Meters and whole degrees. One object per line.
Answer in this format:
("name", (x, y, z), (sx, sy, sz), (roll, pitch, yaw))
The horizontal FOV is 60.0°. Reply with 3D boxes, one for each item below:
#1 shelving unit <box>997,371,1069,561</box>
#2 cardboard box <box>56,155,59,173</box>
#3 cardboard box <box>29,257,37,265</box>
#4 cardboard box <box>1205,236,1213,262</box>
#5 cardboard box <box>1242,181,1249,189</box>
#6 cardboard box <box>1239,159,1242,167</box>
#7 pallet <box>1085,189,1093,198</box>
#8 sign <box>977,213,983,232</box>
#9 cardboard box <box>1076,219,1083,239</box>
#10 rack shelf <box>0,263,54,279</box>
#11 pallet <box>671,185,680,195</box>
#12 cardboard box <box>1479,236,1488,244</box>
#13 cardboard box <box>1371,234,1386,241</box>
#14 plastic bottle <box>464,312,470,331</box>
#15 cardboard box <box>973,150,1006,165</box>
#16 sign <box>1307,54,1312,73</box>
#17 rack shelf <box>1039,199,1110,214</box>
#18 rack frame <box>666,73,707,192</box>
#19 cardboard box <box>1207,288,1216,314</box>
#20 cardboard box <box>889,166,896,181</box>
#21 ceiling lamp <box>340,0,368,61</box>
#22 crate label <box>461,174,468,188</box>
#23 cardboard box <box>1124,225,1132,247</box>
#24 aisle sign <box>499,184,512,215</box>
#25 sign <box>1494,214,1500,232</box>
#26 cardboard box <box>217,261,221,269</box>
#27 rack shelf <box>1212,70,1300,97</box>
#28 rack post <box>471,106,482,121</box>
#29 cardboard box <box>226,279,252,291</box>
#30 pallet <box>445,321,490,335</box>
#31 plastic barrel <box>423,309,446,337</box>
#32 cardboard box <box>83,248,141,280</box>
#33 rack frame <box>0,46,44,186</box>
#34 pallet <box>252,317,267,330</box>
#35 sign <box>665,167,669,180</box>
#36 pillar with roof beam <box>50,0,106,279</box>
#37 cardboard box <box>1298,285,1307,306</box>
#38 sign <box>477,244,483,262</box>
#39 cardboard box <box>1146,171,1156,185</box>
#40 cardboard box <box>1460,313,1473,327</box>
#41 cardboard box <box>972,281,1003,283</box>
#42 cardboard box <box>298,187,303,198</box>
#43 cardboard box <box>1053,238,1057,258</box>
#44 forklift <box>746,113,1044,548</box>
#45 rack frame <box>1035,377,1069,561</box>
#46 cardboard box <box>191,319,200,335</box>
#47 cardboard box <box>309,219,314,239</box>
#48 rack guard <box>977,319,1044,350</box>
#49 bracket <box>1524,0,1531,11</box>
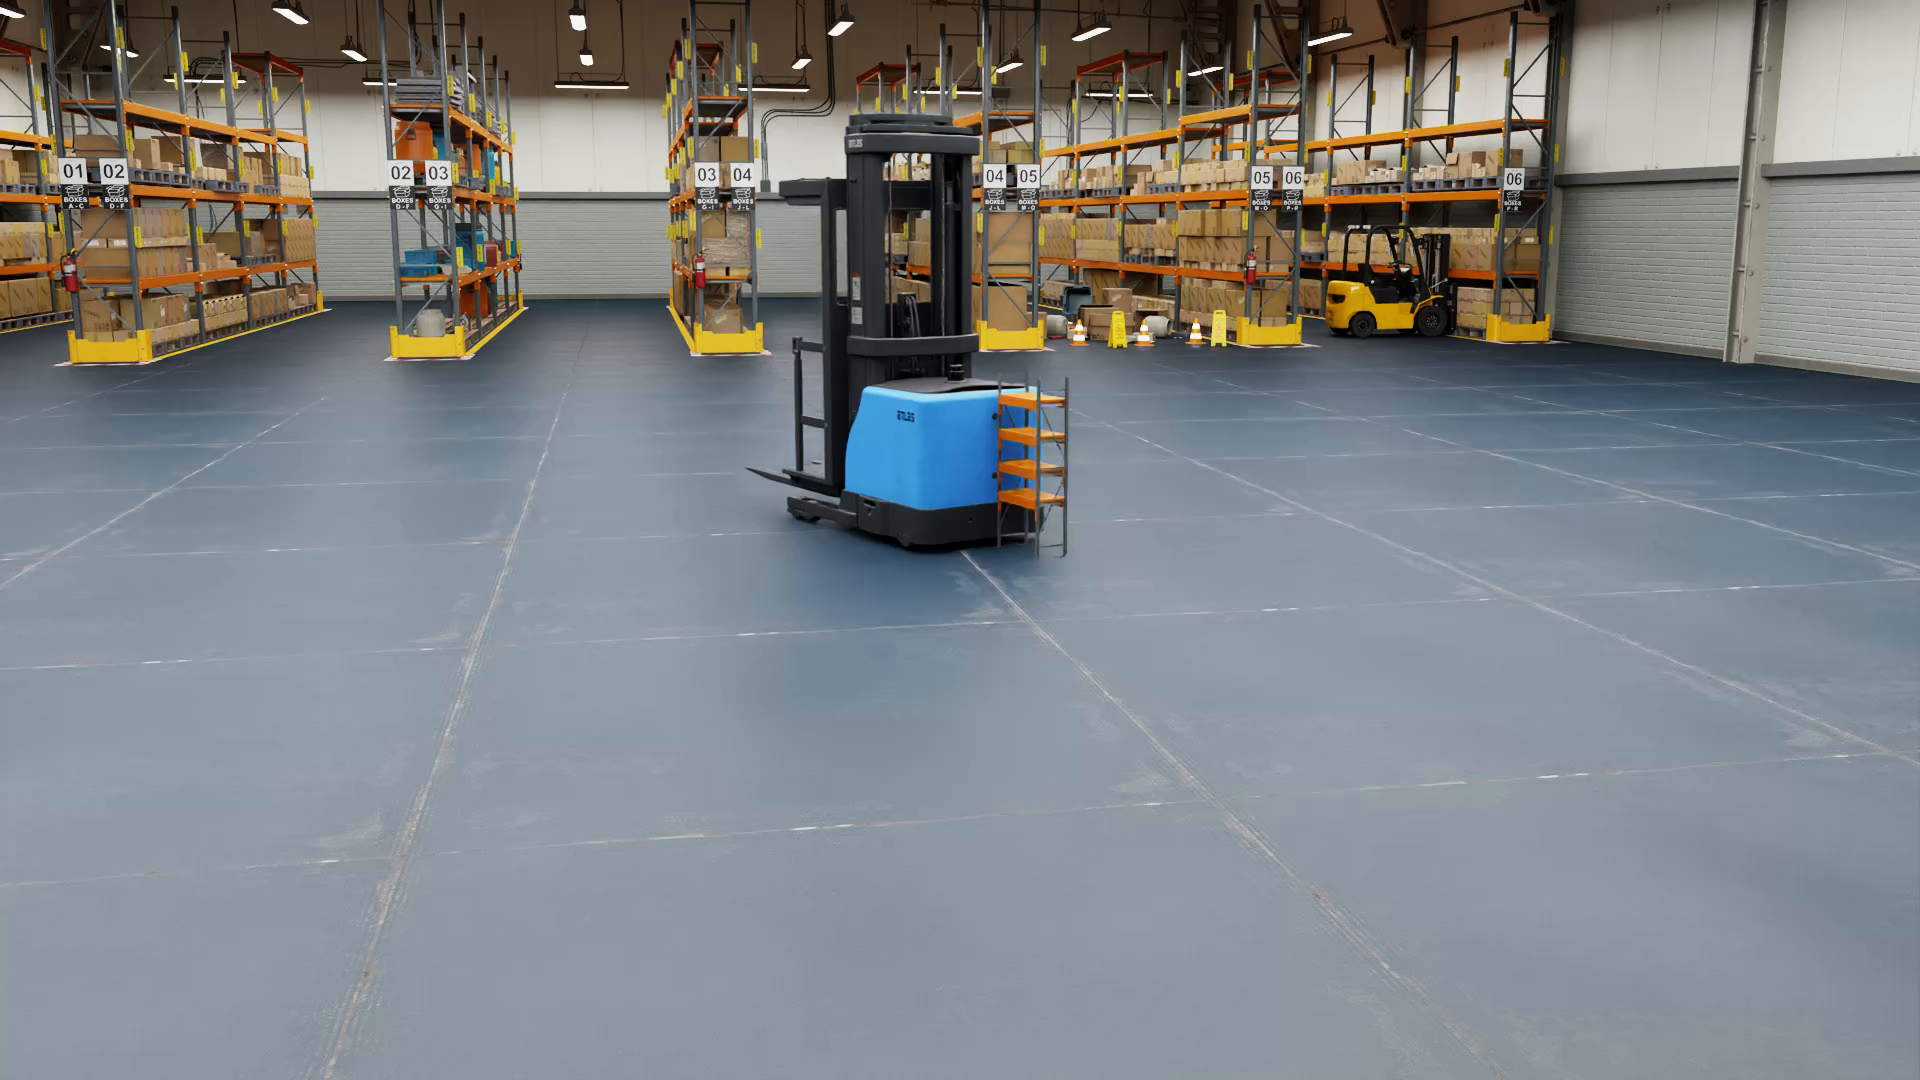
("shelving unit", (0.484, -0.506, 11.145), (0.258, 1.200, 0.503), (-6, 12, -29))
("cardboard box", (-20.876, -8.646, 38.082), (0.500, 0.500, 0.500), (-2, 11, -12))
("cardboard box", (-20.375, -6.081, 36.243), (0.380, 0.149, 0.250), (-2, 11, -11))
("cardboard box", (5.082, -5.650, 32.294), (0.500, 0.500, 0.500), (-2, 11, -10))
("cardboard box", (5.381, -6.493, 30.436), (0.380, 0.149, 0.250), (-2, 11, -11))
("cardboard box", (5.357, -6.929, 30.596), (0.380, 0.149, 0.250), (-2, 11, -10))
("pallet", (3.618, -8.501, 40.829), (0.805, 0.209, 1.217), (-3, 11, -13))
("sign", (0.354, -5.557, 29.138), (0.100, 0.325, 0.005), (-2, 11, -11))
("cardboard box", (3.195, -7.737, 41.384), (0.500, 0.500, 0.500), (-2, 11, -10))
("rack shelf", (-20.517, -5.667, 35.373), (1.077, 0.370, 4.000), (-2, 11, -11))
("pallet", (-5.729, -7.691, 36.565), (1.213, 0.211, 1.003), (-2, 11, -8))
("cardboard box", (10.172, -5.735, 31.805), (0.380, 0.149, 0.250), (-2, 11, -10))
("cardboard box", (9.253, -6.658, 36.651), (0.380, 0.149, 0.250), (-2, 11, -11))
("plastic bottle", (-9.187, -4.052, 30.873), (0.144, 0.351, 0.185), (-3, 11, -14))
("cardboard box", (0.520, -6.770, 29.434), (0.500, 0.250, 0.500), (-2, 11, -10))
("sign", (6.257, -8.552, 29.850), (0.100, 0.325, 0.005), (-2, 11, -11))
("rack shelf", (3.002, -8.775, 43.680), (1.077, 0.370, 4.000), (-2, 11, -11))
("rack frame", (-7.108, -10.608, 43.366), (1.000, 3.000, 0.127), (-2, 11, -11))
("cardboard box", (5.117, -4.637, 32.262), (0.500, 0.500, 0.500), (-2, 11, -12))
("cardboard box", (-1.273, -8.532, 39.079), (0.797, 0.503, 0.637), (-2, 11, -12))
("ceiling lamp", (-13.234, -12.327, 36.785), (0.800, 3.185, 2.000), (-2, 11, -11))
("crate label", (-8.894, -6.303, 29.163), (0.502, 0.251, 0.408), (-2, 11, -11))
("cardboard box", (4.030, -6.865, 37.557), (0.500, 0.500, 0.500), (-2, 11, -13))
("aisle sign", (-11.693, -8.782, 42.862), (0.394, 0.787, 0.004), (-2, 11, -11))
("sign", (10.058, -5.936, 31.134), (0.100, 0.325, 0.005), (-2, 11, -11))
("cardboard box", (-14.966, -5.479, 33.134), (0.380, 0.149, 0.250), (-1, 11, -7))
("rack shelf", (7.870, -12.062, 44.040), (1.077, 0.370, 4.000), (-2, 11, -11))
("rack post", (-10.591, -9.055, 35.408), (0.954, 0.300, 0.937), (-2, 11, -11))
("cardboard box", (-15.998, -5.644, 36.829), (0.500, 0.250, 0.500), (-2, 11, -11))
("pallet", (-10.064, -4.277, 33.605), (1.003, 0.211, 1.213), (-2, 11, -11))
("plastic barrel", (-9.155, -3.741, 28.858), (0.421, 0.512, 0.421), (0, 11, 0))
("cardboard box", (-13.792, -4.503, 27.063), (0.700, 0.500, 0.500), (-2, 11, -11))
("rack frame", (-20.906, -9.334, 36.672), (1.000, 3.000, 0.127), (-2, 11, -11))
("pallet", (-15.378, -4.603, 35.316), (1.003, 0.211, 1.213), (-2, 11, -11))
("sign", (-7.653, -9.584, 43.457), (0.100, 0.325, 0.005), (-2, 11, -11))
("pillar with roof beam", (-18.835, -10.688, 43.785), (9.100, 9.000, 0.548), (-2, 11, -11))
("cardboard box", (8.553, -5.972, 40.612), (0.500, 0.500, 0.500), (-2, 11, -9))
("sign", (-9.090, -5.434, 31.486), (0.100, 0.325, 0.005), (-2, 11, -11))
("cardboard box", (4.494, -7.800, 36.357), (0.797, 0.503, 0.637), (-2, 11, -11))
("cardboard box", (10.104, -4.290, 32.445), (0.500, 0.250, 0.500), (-2, 11, -11))
("cardboard box", (0.344, -4.502, 31.886), (0.875, 0.875, 0.875), (-2, 11, -11))
("cardboard box", (-16.270, -8.434, 40.363), (0.500, 0.250, 0.500), (-2, 11, -11))
("cardboard box", (2.746, -7.695, 43.838), (0.500, 0.500, 0.500), (-2, 11, -9))
("forklift", (-0.646, -1.617, 12.354), (1.130, 2.935, 3.031), (-7, 13, -33))
("rack frame", (0.606, -0.466, 10.937), (0.240, 1.200, 0.015), (-6, 12, -29))
("cardboard box", (-14.187, -3.879, 30.287), (0.500, 0.250, 0.500), (-2, 11, -11))
("cardboard box", (-16.469, -7.770, 41.558), (0.500, 0.500, 0.500), (-2, 11, -12))
("rack guard", (0.894, -3.656, 29.570), (1.175, 0.500, 0.348), (-2, 11, -11))
("bracket", (10.913, -10.207, 31.632), (0.235, 0.232, 0.430), (-2, 11, -11))
